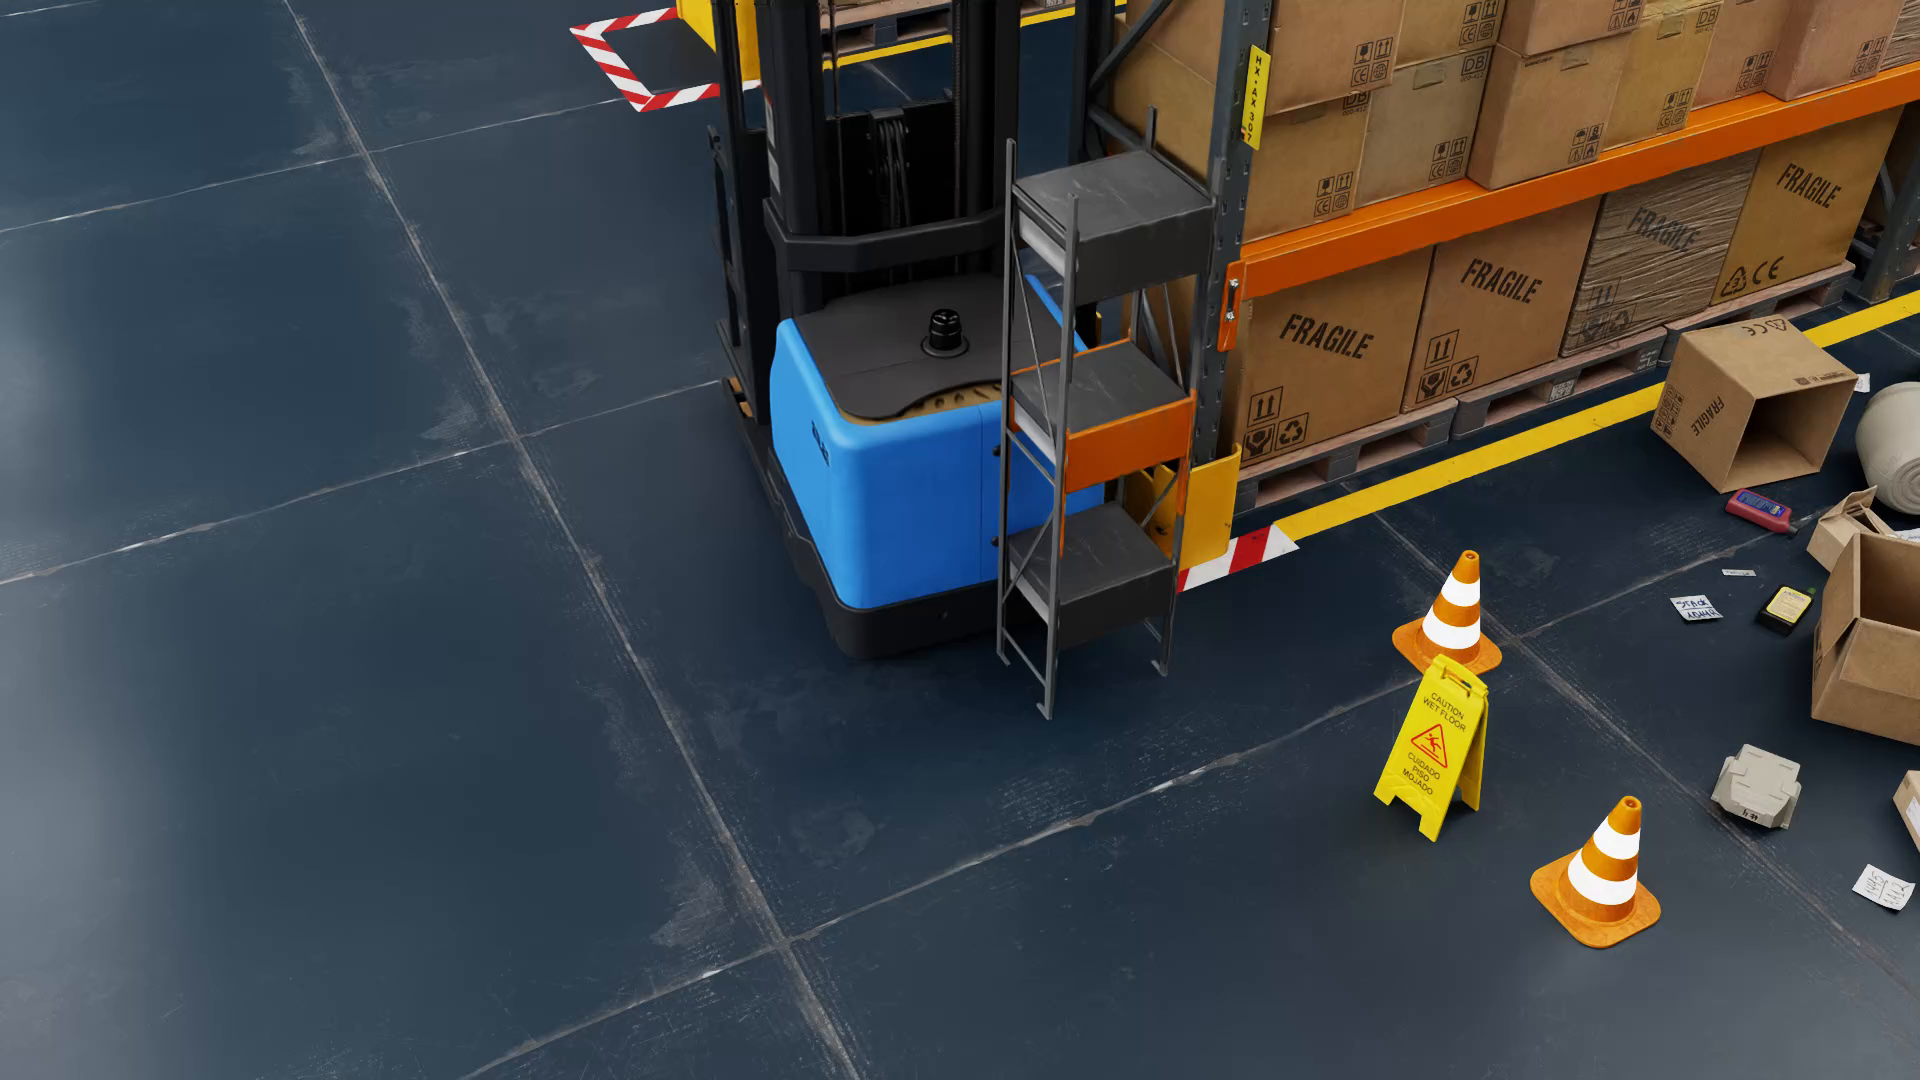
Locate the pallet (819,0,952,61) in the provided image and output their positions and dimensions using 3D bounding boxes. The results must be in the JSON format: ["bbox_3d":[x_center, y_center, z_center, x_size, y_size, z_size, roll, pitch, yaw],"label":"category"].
[{"bbox_3d":[-0.692,-3.443,10.654,1.213,0.211,1.003,-19,44,-21],"label":"pallet"}]

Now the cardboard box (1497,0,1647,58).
[{"bbox_3d":[2.057,-2.255,6.140,0.550,0.550,0.875,-19,44,-21],"label":"cardboard box"}]

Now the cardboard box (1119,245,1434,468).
[{"bbox_3d":[1.276,-0.980,6.905,0.875,0.875,0.875,-18,44,-20],"label":"cardboard box"}]

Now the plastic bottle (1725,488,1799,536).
[{"bbox_3d":[3.313,-0.110,6.832,0.283,0.061,0.133,31,49,31],"label":"plastic bottle"}]

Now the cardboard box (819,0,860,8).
[{"bbox_3d":[-0.935,-3.646,10.345,0.500,0.500,0.500,-11,41,-13],"label":"cardboard box"}]

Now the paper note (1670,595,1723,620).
[{"bbox_3d":[2.843,0.261,6.419,0.142,0.017,0.144,-5,40,-6],"label":"paper note"}]

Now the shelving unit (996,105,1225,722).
[{"bbox_3d":[0.451,-0.337,5.523,0.503,2.100,0.431,-18,44,-20],"label":"shelving unit"}]

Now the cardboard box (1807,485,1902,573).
[{"bbox_3d":[3.579,0.028,6.512,0.258,0.266,0.396,-12,42,-13],"label":"cardboard box"}]

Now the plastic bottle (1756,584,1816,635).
[{"bbox_3d":[3.192,0.251,6.407,0.133,0.061,0.283,31,49,31],"label":"plastic bottle"}]

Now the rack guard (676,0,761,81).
[{"bbox_3d":[-1.429,-3.331,10.299,0.348,0.500,1.175,-19,44,-21],"label":"rack guard"}]

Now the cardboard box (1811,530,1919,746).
[{"bbox_3d":[3.470,0.394,5.895,0.797,0.503,0.637,15,42,17],"label":"cardboard box"}]

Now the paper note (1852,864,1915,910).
[{"bbox_3d":[3.000,1.126,5.396,0.148,0.019,0.142,31,49,31],"label":"paper note"}]

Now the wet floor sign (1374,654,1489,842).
[{"bbox_3d":[1.594,0.652,5.481,0.232,0.644,0.267,-26,47,-28],"label":"wet floor sign"}]

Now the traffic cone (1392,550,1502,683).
[{"bbox_3d":[1.832,0.233,6.116,0.334,0.463,0.336,-19,44,-21],"label":"traffic cone"}]

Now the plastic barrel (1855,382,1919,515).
[{"bbox_3d":[3.955,-0.383,6.875,0.421,0.421,0.512,8,41,10],"label":"plastic barrel"}]

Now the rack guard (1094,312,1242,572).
[{"bbox_3d":[0.684,-0.429,6.870,0.348,0.500,1.175,-19,44,-21],"label":"rack guard"}]

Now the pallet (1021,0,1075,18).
[{"bbox_3d":[0.388,-3.805,11.081,1.213,0.211,1.003,-19,44,-21],"label":"pallet"}]

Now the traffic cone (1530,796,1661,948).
[{"bbox_3d":[2.052,0.982,5.232,0.334,0.463,0.336,-19,44,-21],"label":"traffic cone"}]

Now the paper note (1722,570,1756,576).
[{"bbox_3d":[3.086,0.130,6.589,0.123,0.001,0.032,2,40,2],"label":"paper note"}]

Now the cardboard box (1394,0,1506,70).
[{"bbox_3d":[1.497,-2.165,6.034,0.550,0.550,0.875,-19,44,-21],"label":"cardboard box"}]

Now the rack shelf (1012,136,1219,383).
[{"bbox_3d":[0.451,-0.861,5.080,0.480,0.518,0.431,-18,44,-20],"label":"rack shelf"}]

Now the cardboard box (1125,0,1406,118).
[{"bbox_3d":[1.052,-1.948,5.778,0.550,0.550,0.875,-19,44,-21],"label":"cardboard box"}]

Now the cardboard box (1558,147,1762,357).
[{"bbox_3d":[2.865,-1.515,7.537,0.875,0.875,0.875,-18,44,-20],"label":"cardboard box"}]

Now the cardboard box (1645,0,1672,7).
[{"bbox_3d":[2.467,-2.487,6.415,0.500,0.550,0.875,-19,44,-21],"label":"cardboard box"}]

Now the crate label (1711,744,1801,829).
[{"bbox_3d":[2.721,0.836,5.656,0.250,0.136,0.298,22,45,24],"label":"crate label"}]

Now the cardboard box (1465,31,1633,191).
[{"bbox_3d":[2.046,-1.856,6.505,0.550,0.550,0.875,-19,44,-21],"label":"cardboard box"}]

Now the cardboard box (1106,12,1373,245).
[{"bbox_3d":[1.013,-1.584,6.184,0.550,0.550,0.875,-19,44,-21],"label":"cardboard box"}]

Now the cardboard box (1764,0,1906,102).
[{"bbox_3d":[3.454,-2.347,7.085,0.550,0.550,0.875,-19,44,-21],"label":"cardboard box"}]

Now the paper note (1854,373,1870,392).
[{"bbox_3d":[4.075,-0.732,7.590,0.147,0.020,0.142,15,42,17],"label":"paper note"}]

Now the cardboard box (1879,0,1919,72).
[{"bbox_3d":[3.931,-2.524,7.294,0.550,0.550,0.875,-19,44,-21],"label":"cardboard box"}]

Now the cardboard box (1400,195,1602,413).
[{"bbox_3d":[2.055,-1.244,7.217,0.875,0.875,0.875,-19,44,-21],"label":"cardboard box"}]

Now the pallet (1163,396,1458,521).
[{"bbox_3d":[1.378,-0.609,7.307,1.213,0.211,1.003,-19,44,-21],"label":"pallet"}]

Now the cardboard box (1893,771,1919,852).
[{"bbox_3d":[3.310,0.956,5.506,0.250,0.149,0.380,2,40,2],"label":"cardboard box"}]

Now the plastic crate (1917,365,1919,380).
[{"bbox_3d":[4.704,-0.730,7.423,0.662,0.188,0.450,2,30,2],"label":"plastic crate"}]

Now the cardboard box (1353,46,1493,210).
[{"bbox_3d":[1.491,-1.761,6.393,0.550,0.550,0.875,-19,44,-21],"label":"cardboard box"}]

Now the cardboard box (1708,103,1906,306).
[{"bbox_3d":[3.663,-1.786,7.858,0.875,0.875,0.875,-18,43,-20],"label":"cardboard box"}]

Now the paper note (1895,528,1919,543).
[{"bbox_3d":[3.894,0.006,6.725,0.155,0.023,0.172,-5,40,-6],"label":"paper note"}]

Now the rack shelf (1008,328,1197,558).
[{"bbox_3d":[0.451,-0.327,5.532,0.480,0.518,0.431,-18,44,-20],"label":"rack shelf"}]

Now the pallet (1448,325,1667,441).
[{"bbox_3d":[2.459,-0.971,7.734,1.213,0.211,1.003,-19,44,-21],"label":"pallet"}]

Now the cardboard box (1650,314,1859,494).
[{"bbox_3d":[3.350,-0.580,7.046,0.500,0.500,0.500,-12,42,-13],"label":"cardboard box"}]

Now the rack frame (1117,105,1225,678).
[{"bbox_3d":[0.669,-0.409,5.608,0.015,2.100,0.400,-18,44,-20],"label":"rack frame"}]

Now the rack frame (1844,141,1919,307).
[{"bbox_3d":[4.253,-2.584,7.481,0.127,3.000,1.000,-19,44,-21],"label":"rack frame"}]

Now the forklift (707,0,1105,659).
[{"bbox_3d":[-0.418,-1.640,6.419,1.130,2.935,3.031,-13,42,-15],"label":"forklift"}]

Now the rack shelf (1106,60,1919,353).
[{"bbox_3d":[2.479,-1.713,7.008,4.000,0.370,1.077,-19,44,-21],"label":"rack shelf"}]

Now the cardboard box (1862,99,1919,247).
[{"bbox_3d":[4.762,-2.123,8.352,0.750,0.750,1.050,-19,44,-21],"label":"cardboard box"}]

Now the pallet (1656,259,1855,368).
[{"bbox_3d":[3.542,-1.338,8.167,1.213,0.211,1.003,-19,44,-21],"label":"pallet"}]

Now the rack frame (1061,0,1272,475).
[{"bbox_3d":[0.705,-1.390,6.071,0.127,3.000,1.000,-19,44,-21],"label":"rack frame"}]

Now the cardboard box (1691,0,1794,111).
[{"bbox_3d":[2.920,-2.254,6.975,0.550,0.550,0.875,-19,44,-21],"label":"cardboard box"}]

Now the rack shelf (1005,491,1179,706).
[{"bbox_3d":[0.451,0.207,5.984,0.480,0.518,0.431,-18,44,-20],"label":"rack shelf"}]

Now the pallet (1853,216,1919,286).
[{"bbox_3d":[4.902,-1.793,8.705,1.213,0.211,1.003,-19,44,-21],"label":"pallet"}]

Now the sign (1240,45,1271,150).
[{"bbox_3d":[0.956,-1.431,5.388,0.005,0.325,0.100,-19,44,-21],"label":"sign"}]

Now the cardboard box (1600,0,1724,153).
[{"bbox_3d":[2.497,-2.038,6.720,0.500,0.550,0.875,-19,44,-21],"label":"cardboard box"}]

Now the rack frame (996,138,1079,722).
[{"bbox_3d":[0.234,-0.266,5.439,0.015,2.100,0.400,-18,44,-20],"label":"rack frame"}]
